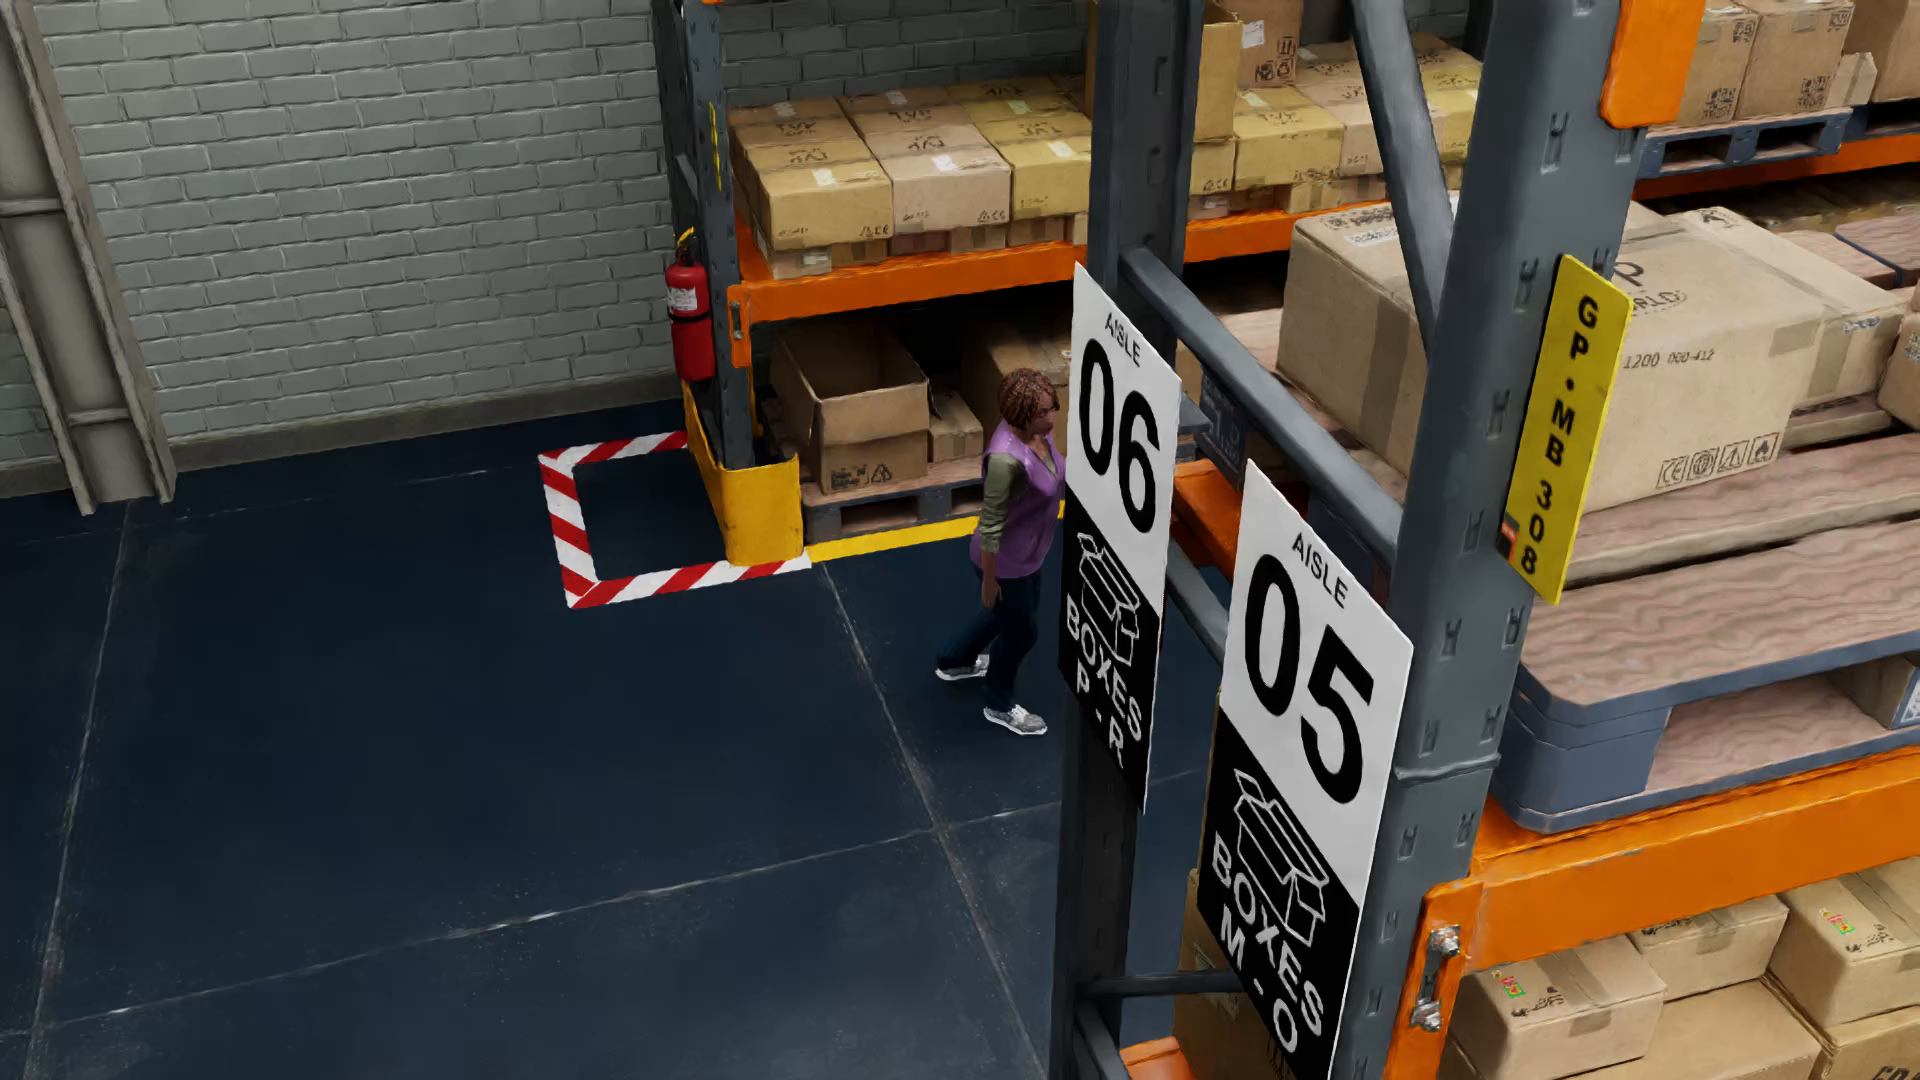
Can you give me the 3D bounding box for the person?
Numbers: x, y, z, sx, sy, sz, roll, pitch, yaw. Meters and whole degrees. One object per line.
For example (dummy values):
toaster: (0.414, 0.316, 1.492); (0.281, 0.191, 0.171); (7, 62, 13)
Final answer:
person: (0.125, 0.034, 6.103); (0.504, 1.587, 0.463); (11, 36, 15)
